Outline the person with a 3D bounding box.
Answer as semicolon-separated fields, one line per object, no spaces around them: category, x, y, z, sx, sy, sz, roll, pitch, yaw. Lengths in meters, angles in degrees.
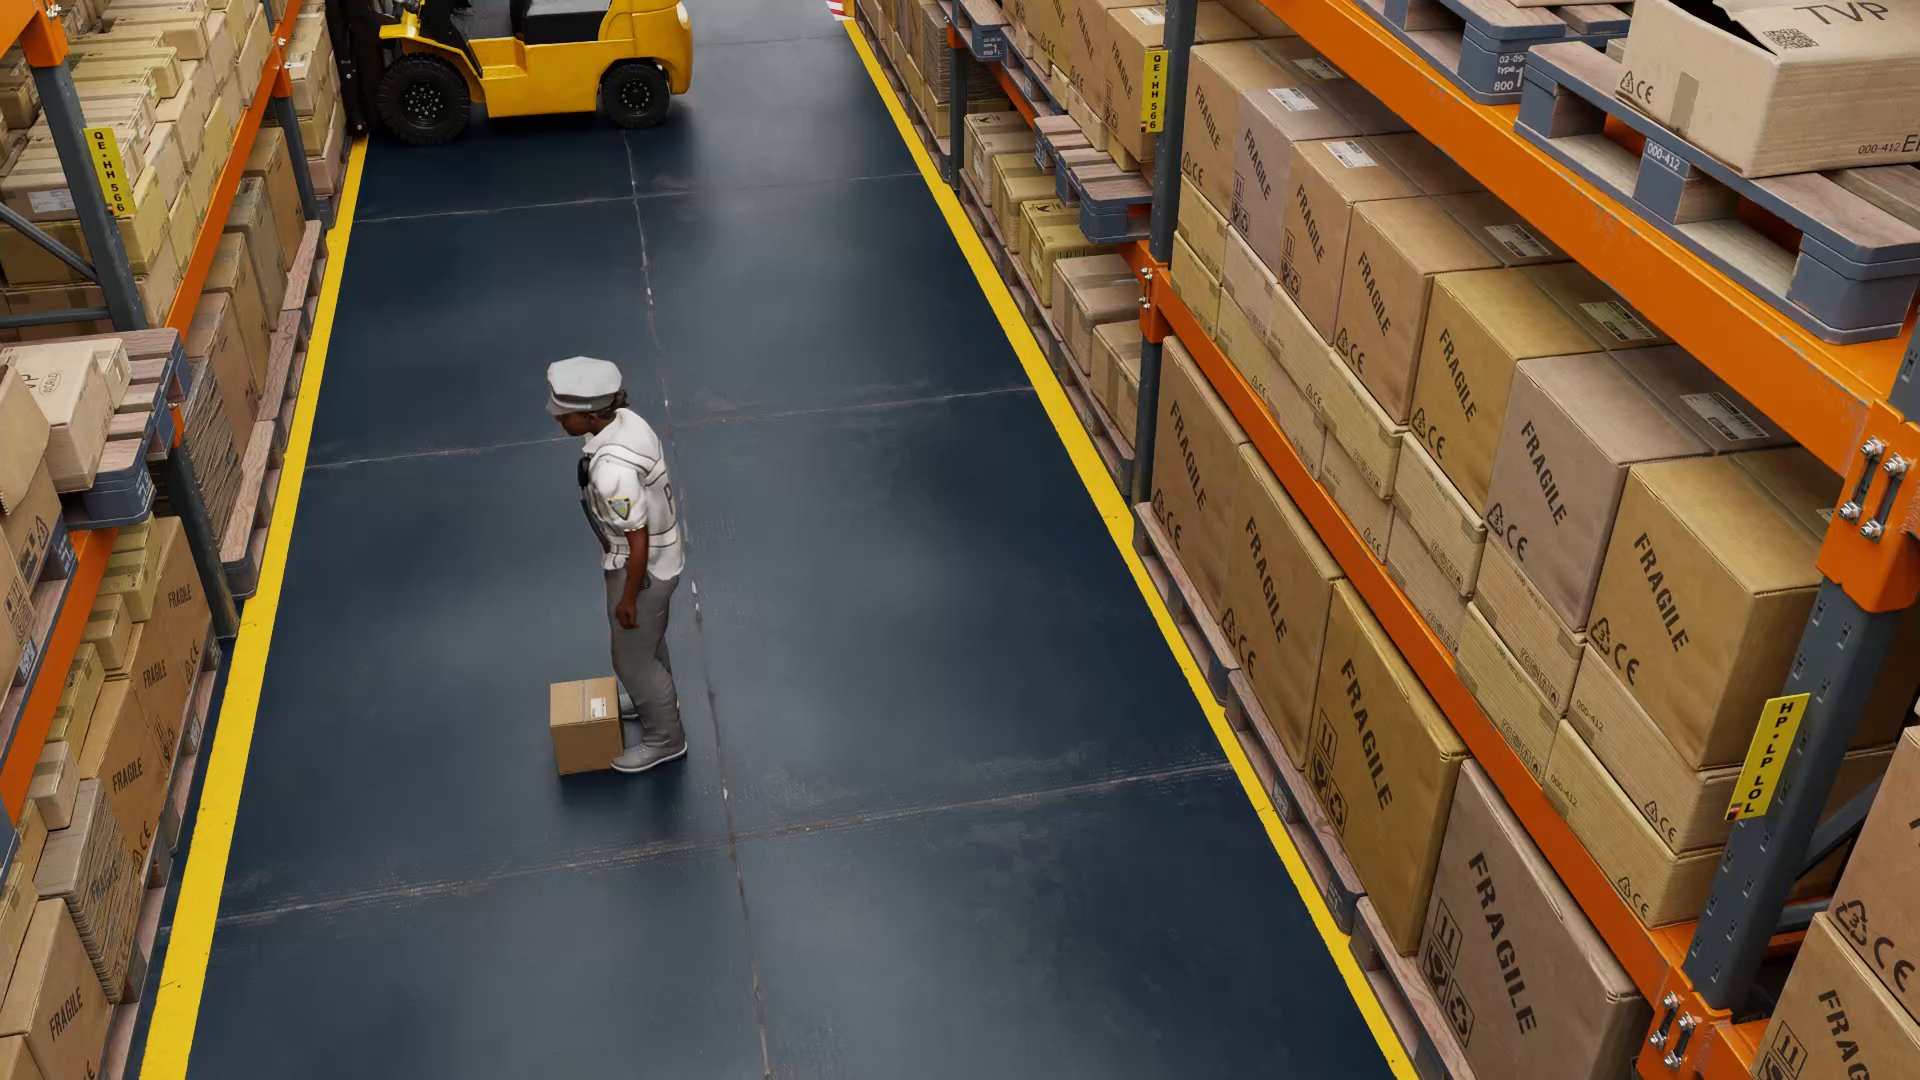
person;-1.197;0.091;6.014;0.395;1.656;0.503;-7;35;-10
